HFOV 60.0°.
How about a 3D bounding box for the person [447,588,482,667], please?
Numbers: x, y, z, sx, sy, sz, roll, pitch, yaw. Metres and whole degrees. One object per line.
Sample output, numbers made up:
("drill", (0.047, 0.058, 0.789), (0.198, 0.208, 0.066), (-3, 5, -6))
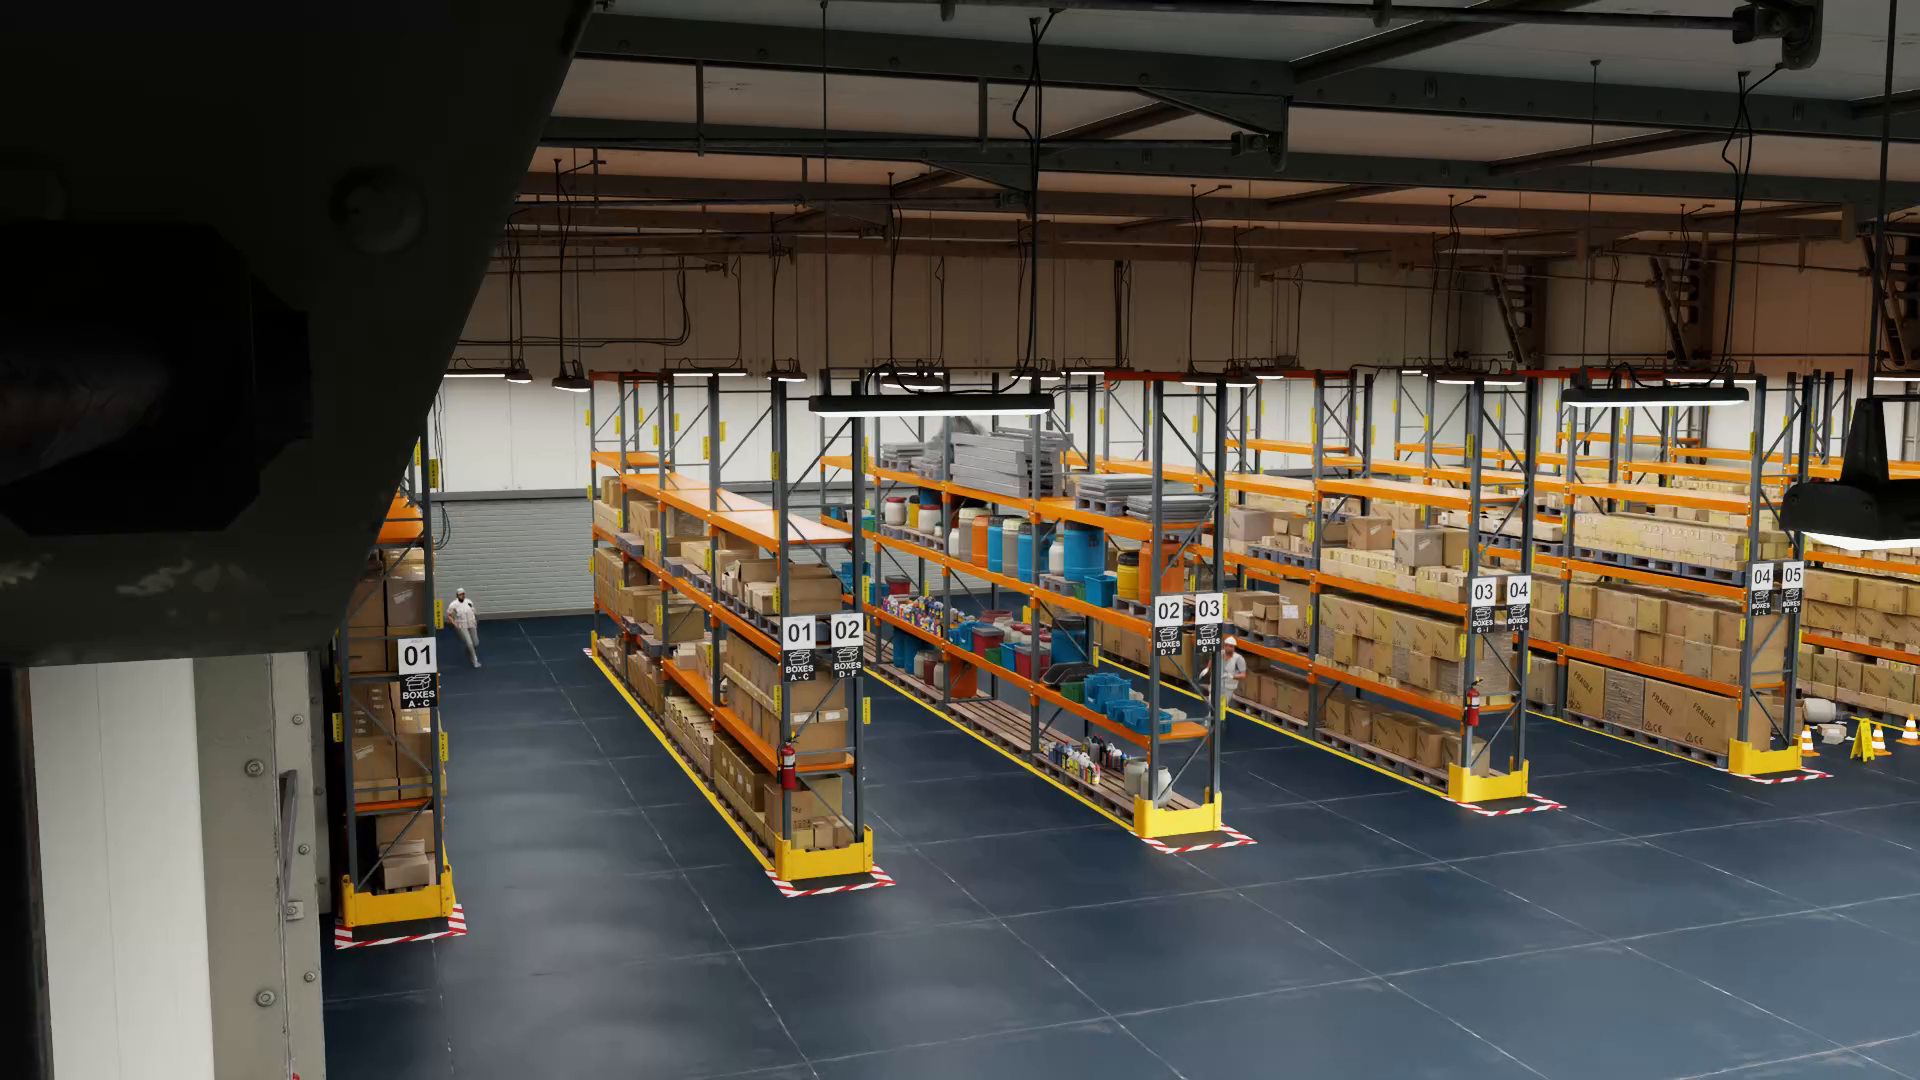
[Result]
("person", (-10.109, 1.774, 33.830), (0.588, 1.603, 0.691), (-5, 8, -40))

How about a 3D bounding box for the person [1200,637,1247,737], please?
("person", (4.334, 2.405, 27.460), (0.807, 1.677, 0.722), (2, 7, 15))
